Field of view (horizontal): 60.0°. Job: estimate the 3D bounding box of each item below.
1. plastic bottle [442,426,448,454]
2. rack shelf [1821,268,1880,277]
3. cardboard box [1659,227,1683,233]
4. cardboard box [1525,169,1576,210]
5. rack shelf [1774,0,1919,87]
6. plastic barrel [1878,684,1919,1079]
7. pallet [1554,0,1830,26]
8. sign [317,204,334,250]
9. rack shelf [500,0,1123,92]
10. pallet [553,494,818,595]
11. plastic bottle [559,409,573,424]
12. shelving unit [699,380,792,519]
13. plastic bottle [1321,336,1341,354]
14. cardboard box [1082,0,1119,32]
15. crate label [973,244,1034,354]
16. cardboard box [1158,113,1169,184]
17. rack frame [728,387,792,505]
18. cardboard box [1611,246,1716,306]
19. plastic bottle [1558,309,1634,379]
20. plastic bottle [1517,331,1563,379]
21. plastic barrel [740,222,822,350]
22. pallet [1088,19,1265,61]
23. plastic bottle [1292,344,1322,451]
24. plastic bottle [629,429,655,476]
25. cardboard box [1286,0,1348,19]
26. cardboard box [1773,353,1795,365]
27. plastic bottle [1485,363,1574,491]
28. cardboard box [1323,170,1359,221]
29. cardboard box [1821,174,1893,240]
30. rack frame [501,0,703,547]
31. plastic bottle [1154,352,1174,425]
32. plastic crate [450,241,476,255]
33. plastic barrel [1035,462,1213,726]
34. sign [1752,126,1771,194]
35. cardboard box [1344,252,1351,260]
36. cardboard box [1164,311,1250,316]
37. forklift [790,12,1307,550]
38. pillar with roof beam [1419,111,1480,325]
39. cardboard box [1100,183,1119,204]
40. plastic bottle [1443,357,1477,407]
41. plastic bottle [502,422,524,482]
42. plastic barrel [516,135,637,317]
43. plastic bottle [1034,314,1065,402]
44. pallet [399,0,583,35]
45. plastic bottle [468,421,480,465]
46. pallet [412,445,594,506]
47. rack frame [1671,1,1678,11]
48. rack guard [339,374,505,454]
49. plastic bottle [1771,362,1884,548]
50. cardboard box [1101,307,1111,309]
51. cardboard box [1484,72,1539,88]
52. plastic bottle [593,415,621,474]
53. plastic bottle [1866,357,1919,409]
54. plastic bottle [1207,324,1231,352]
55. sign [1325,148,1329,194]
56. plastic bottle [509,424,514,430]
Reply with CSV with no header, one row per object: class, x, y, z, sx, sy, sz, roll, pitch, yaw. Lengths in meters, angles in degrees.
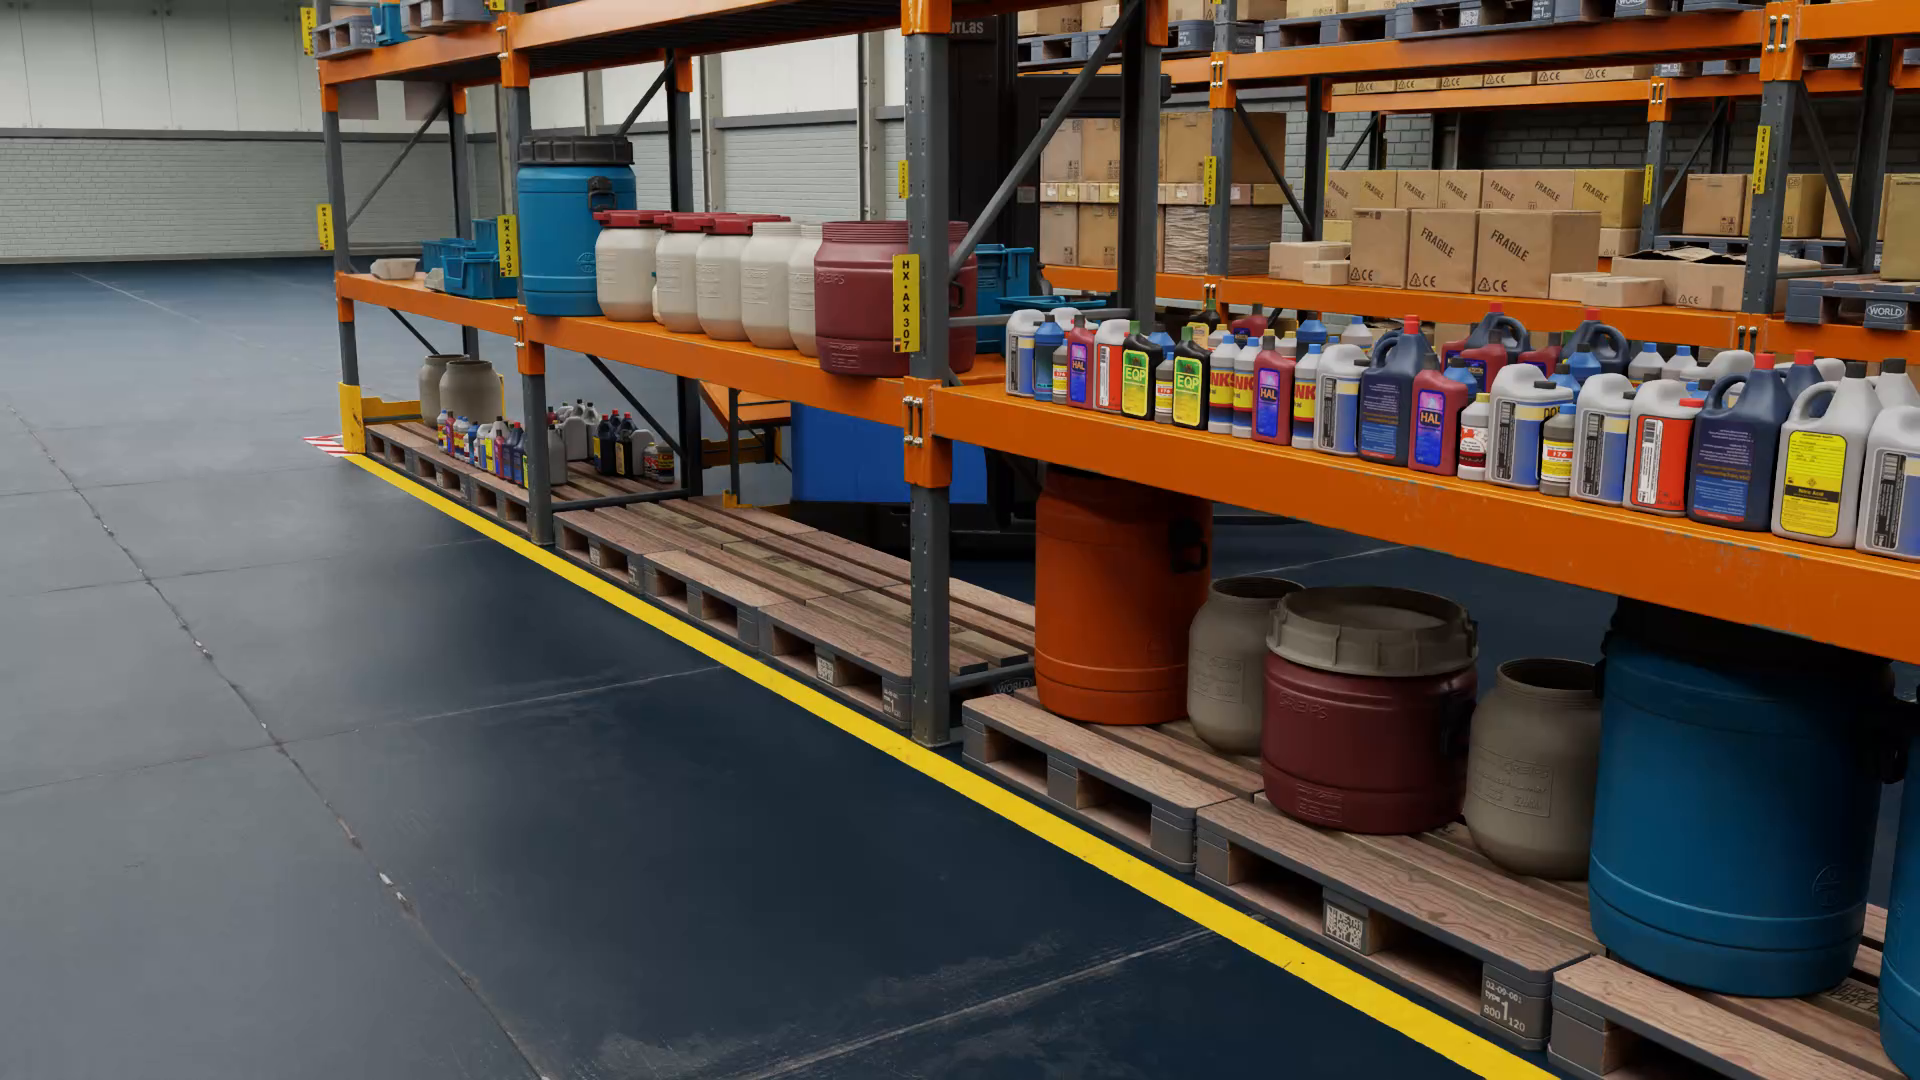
plastic bottle,-3.357,-0.677,10.955,0.097,0.201,0.097,0,12,0
rack shelf,7.413,-1.961,12.990,1.077,0.370,4.000,-8,15,-33
cardboard box,6.223,-2.713,15.052,0.500,0.250,0.500,-8,15,-32
cardboard box,5.504,-3.106,15.093,0.500,0.500,0.500,-8,15,-33
rack shelf,5.507,-2.128,6.732,1.077,0.370,4.000,-8,15,-33
plastic barrel,2.202,0.649,3.302,0.600,0.901,0.708,-8,15,-33
pallet,3.949,-2.853,8.806,1.213,0.211,1.003,-7,14,-30
sign,-4.619,-2.277,12.107,0.100,0.325,0.005,-8,15,-33
rack shelf,-0.835,-2.253,7.307,1.077,0.370,4.000,-8,15,-33
pallet,-1.475,0.002,8.858,1.003,0.211,1.213,-8,15,-33
plastic bottle,-2.583,-0.743,11.085,0.152,0.276,0.135,-9,15,-34
shelving unit,-1.189,-0.944,9.497,0.587,1.500,1.083,-7,25,-20
plastic bottle,1.191,-0.550,5.319,0.097,0.201,0.097,0,12,0
cardboard box,1.375,-4.178,12.872,0.797,0.503,0.637,-6,14,-27
crate label,-0.052,-1.010,6.875,0.502,0.435,0.616,-8,15,-33
cardboard box,1.651,-2.931,12.474,0.700,0.500,0.500,-8,15,-33
rack frame,-1.012,-0.750,9.073,0.500,1.500,0.032,-7,25,-20
cardboard box,4.065,-1.508,9.444,0.500,0.311,0.500,-8,15,-33
plastic bottle,1.716,-0.445,4.491,0.144,0.351,0.185,-8,15,-33
plastic bottle,1.612,-0.438,4.617,0.061,0.283,0.133,-8,15,-33
plastic barrel,-0.708,-1.071,6.976,0.421,0.512,0.421,0,12,0
pallet,1.689,-3.651,12.224,1.003,0.211,1.213,-8,15,-33
plastic bottle,0.925,-0.376,4.363,0.097,0.271,0.097,0,12,0
plastic bottle,-1.956,-0.542,10.166,0.152,0.276,0.135,-7,14,-31
cardboard box,2.516,-3.567,11.000,0.500,0.250,0.500,-6,14,-27
cardboard box,7.054,-1.447,13.777,0.700,0.500,0.500,-8,15,-34
plastic bottle,1.317,-0.263,3.835,0.152,0.276,0.135,-8,15,-33
cardboard box,4.103,-3.562,17.176,0.500,0.500,0.500,-8,15,-33
cardboard box,7.253,-2.623,13.073,0.700,0.500,0.500,-6,14,-25
rack frame,-1.943,-1.495,9.177,1.000,3.000,0.127,-8,15,-33
plastic bottle,0.616,-0.442,4.825,0.097,0.201,0.097,0,12,0
plastic crate,-3.278,-1.964,11.670,0.499,0.251,0.408,-8,15,-33
plastic barrel,0.559,0.156,5.723,0.600,0.830,0.708,-8,15,-33
sign,3.939,-1.869,8.176,0.100,0.325,0.005,-8,15,-33
cardboard box,2.823,-1.880,11.254,0.396,0.266,0.258,-9,15,-34
cardboard box,1.903,-1.517,12.973,0.500,0.500,0.500,-8,15,-33
forklift,0.624,-1.424,9.011,3.031,2.935,1.130,1,12,3
pillar with roof beam,1.612,-5.778,14.721,9.100,9.000,0.400,-8,15,-33
cardboard box,1.292,-2.651,12.709,0.380,0.149,0.250,-8,15,-33
plastic bottle,1.207,-0.309,4.057,0.097,0.271,0.097,0,12,0
plastic bottle,-2.646,-0.531,9.937,0.144,0.351,0.185,-9,15,-36
plastic barrel,-1.981,-1.635,8.646,0.600,0.901,0.708,-8,15,-33
plastic bottle,0.285,-0.582,5.302,0.097,0.271,0.097,0,12,0
pallet,-2.424,-2.985,9.411,1.213,0.211,1.003,-8,15,-33
plastic bottle,-3.056,-0.614,10.507,0.097,0.271,0.097,0,12,0
pallet,-2.960,-0.474,11.037,1.003,0.211,1.213,-8,15,-33
rack frame,6.305,-5.599,13.899,1.000,3.000,0.127,-8,15,-33
rack guard,-4.078,-0.977,12.661,1.175,0.500,0.348,-8,15,-33
plastic bottle,1.708,-0.173,3.247,0.144,0.351,0.185,-8,15,-33
cardboard box,0.907,-1.632,13.499,0.500,0.500,0.500,-8,15,-33
cardboard box,5.211,-4.438,15.332,0.500,0.500,0.500,-9,15,-35
plastic bottle,-2.165,-0.592,10.216,0.144,0.351,0.185,-8,15,-33
plastic bottle,1.828,-0.190,3.325,0.144,0.351,0.185,-8,15,-33
plastic bottle,0.901,-0.643,5.744,0.097,0.201,0.097,0,12,0
sign,2.629,-2.674,12.042,0.100,0.325,0.005,-8,15,-33
plastic bottle,-2.754,-0.572,10.283,0.061,0.283,0.133,-8,15,-33
